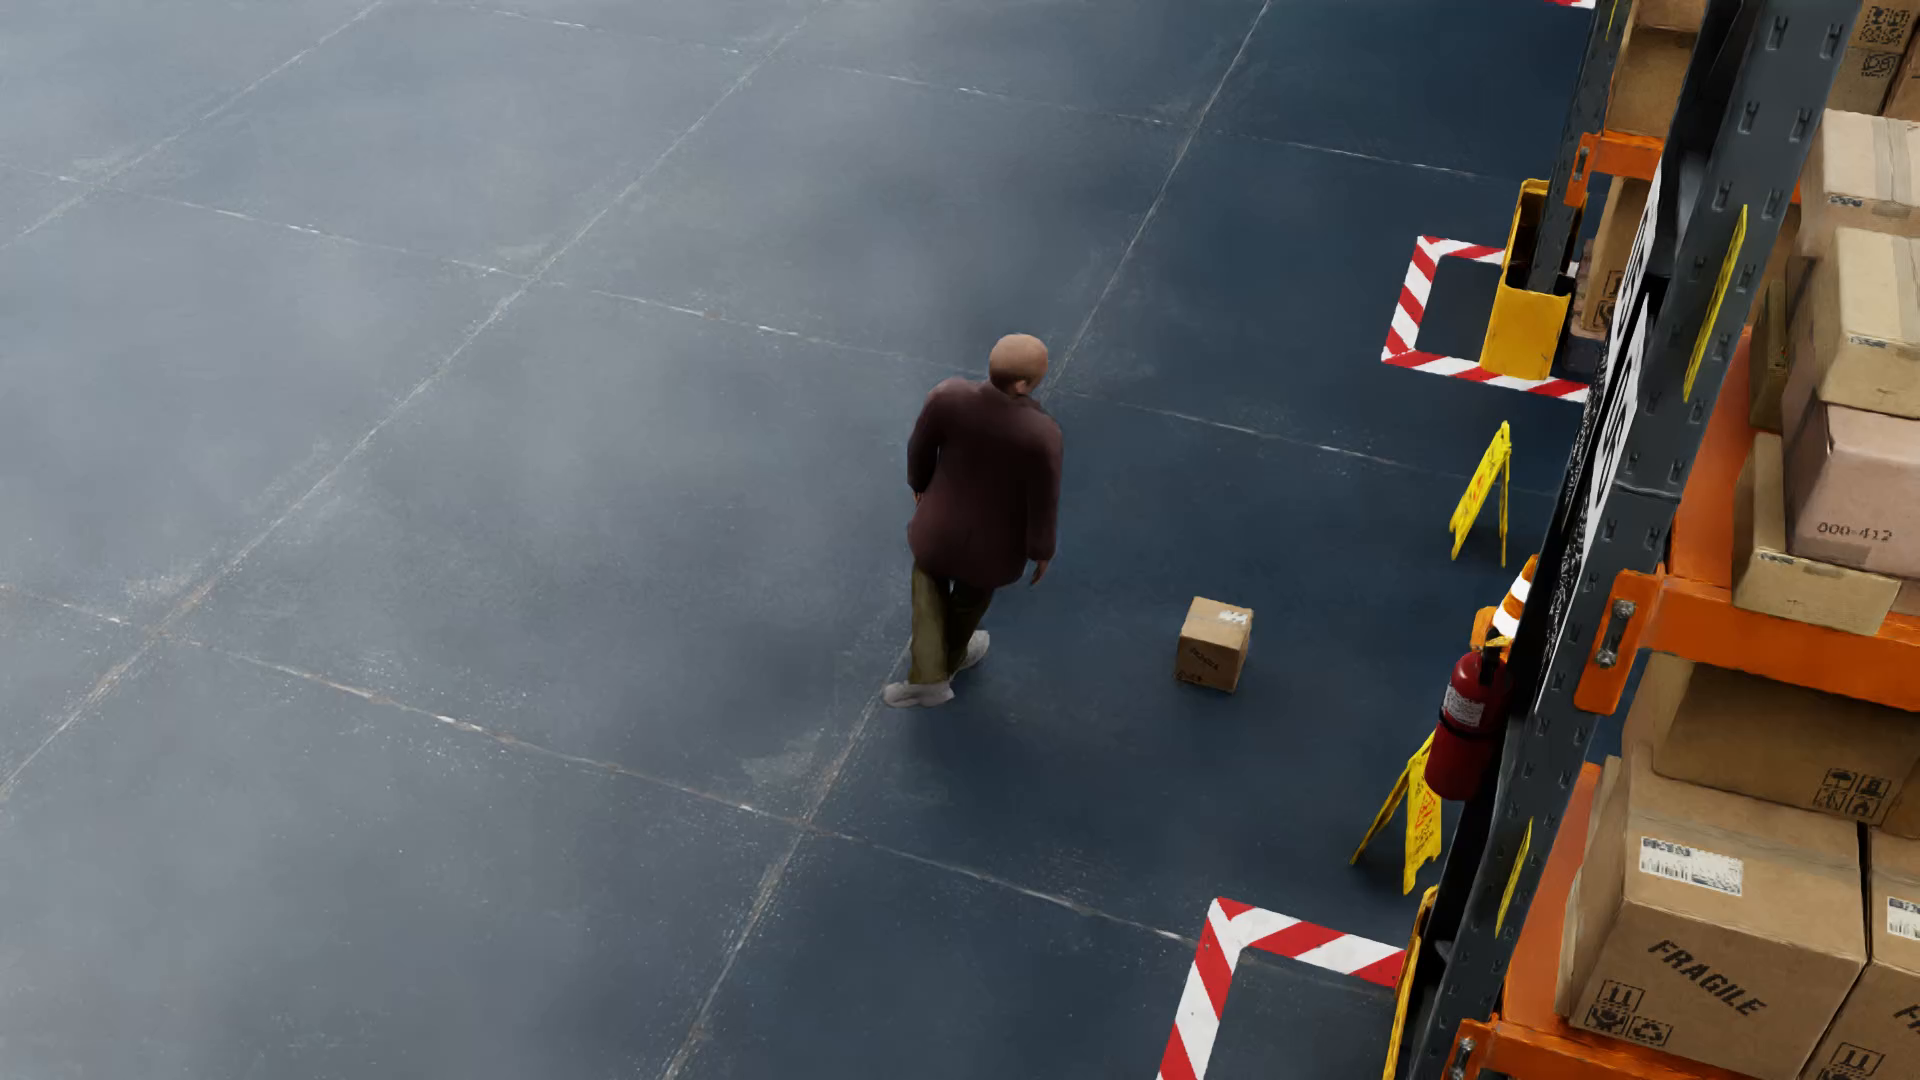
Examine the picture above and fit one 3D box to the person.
[{"bbox_3d":[0.049,-0.027,6.222,0.648,1.741,0.634,10,42,11],"label":"person"}]
